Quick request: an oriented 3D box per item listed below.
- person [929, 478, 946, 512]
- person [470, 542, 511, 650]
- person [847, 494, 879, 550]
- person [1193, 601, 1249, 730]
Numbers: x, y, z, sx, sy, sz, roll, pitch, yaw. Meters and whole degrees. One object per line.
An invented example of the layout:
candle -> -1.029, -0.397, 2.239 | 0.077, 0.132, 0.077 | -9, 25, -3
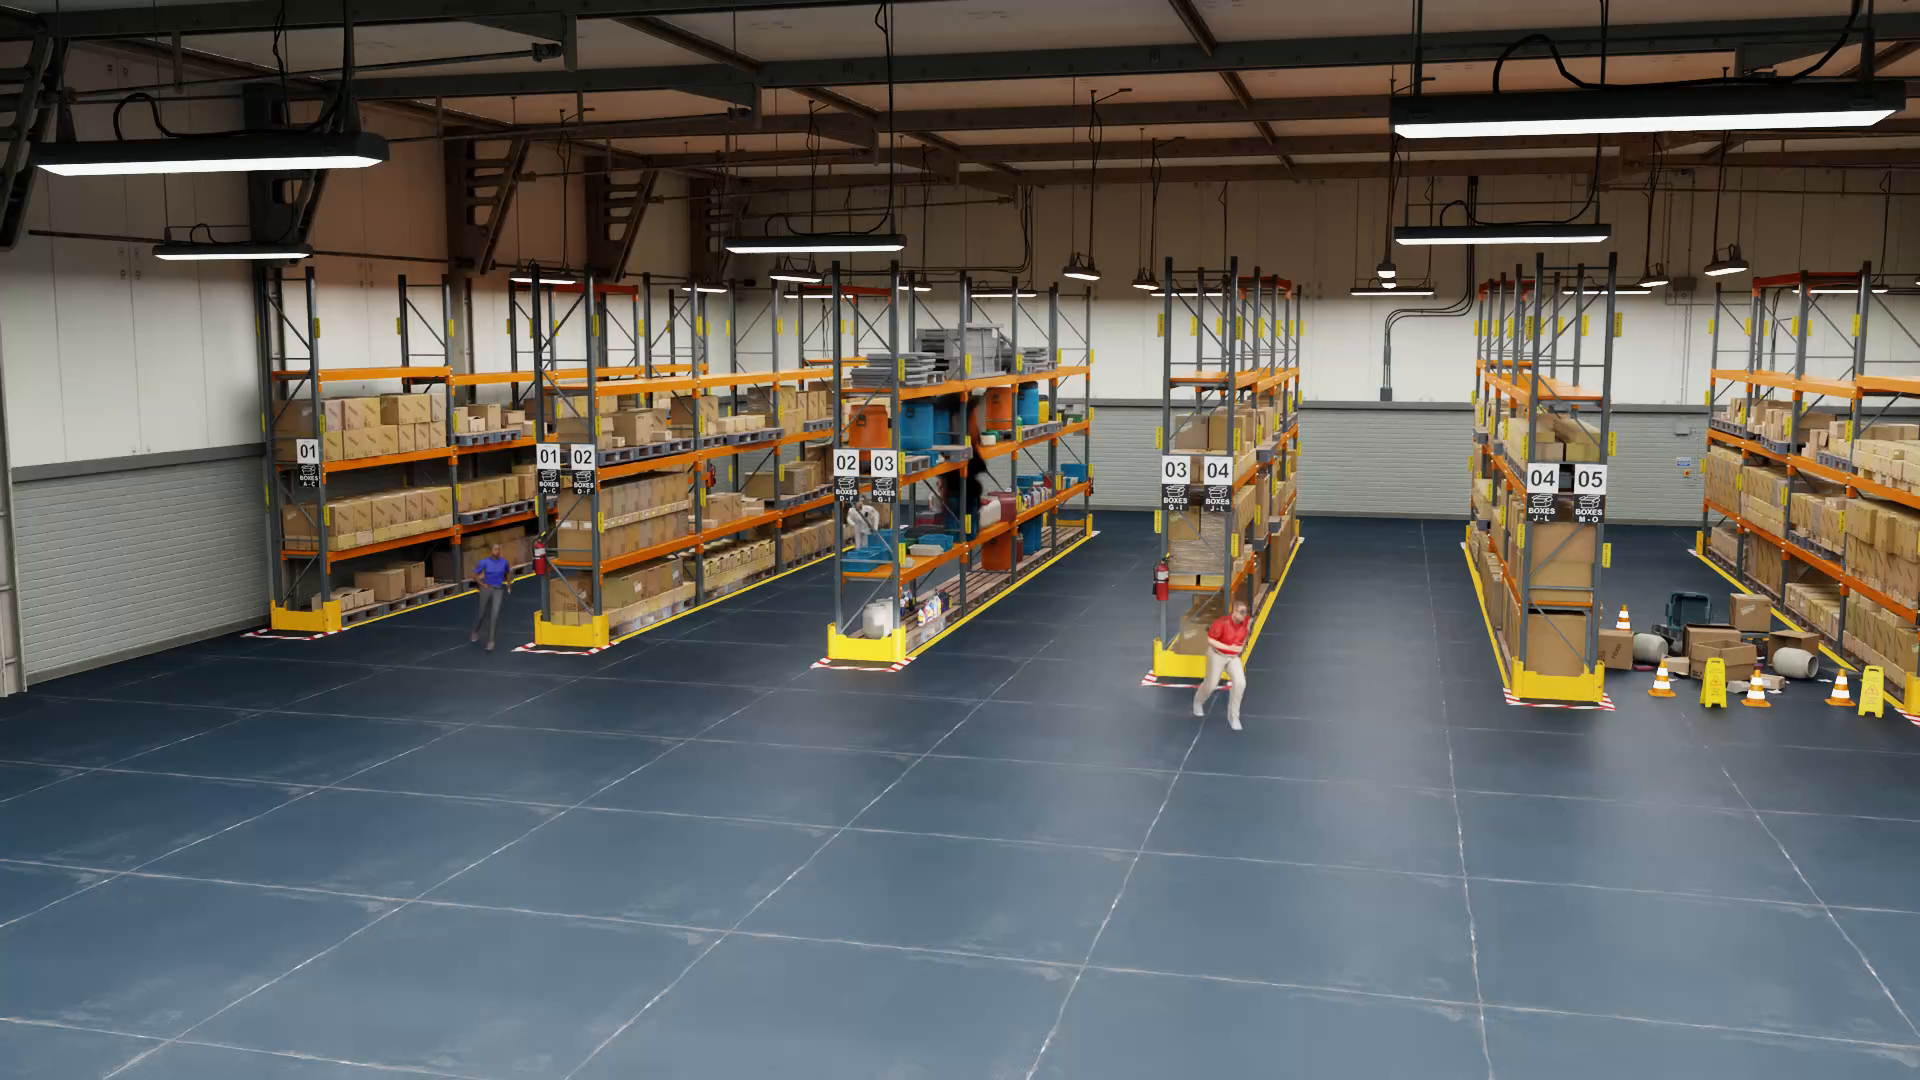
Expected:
person -> -0.487, -0.631, 38.166 | 0.506, 1.592, 0.662 | 1, 7, 5
person -> -7.391, 0.905, 26.295 | 0.659, 1.536, 0.923 | -3, 8, -24
person -> -1.933, -0.190, 32.985 | 0.604, 1.496, 0.671 | 2, 7, 13
person -> 3.323, 1.560, 21.124 | 0.707, 1.696, 1.015 | -4, 8, -28
